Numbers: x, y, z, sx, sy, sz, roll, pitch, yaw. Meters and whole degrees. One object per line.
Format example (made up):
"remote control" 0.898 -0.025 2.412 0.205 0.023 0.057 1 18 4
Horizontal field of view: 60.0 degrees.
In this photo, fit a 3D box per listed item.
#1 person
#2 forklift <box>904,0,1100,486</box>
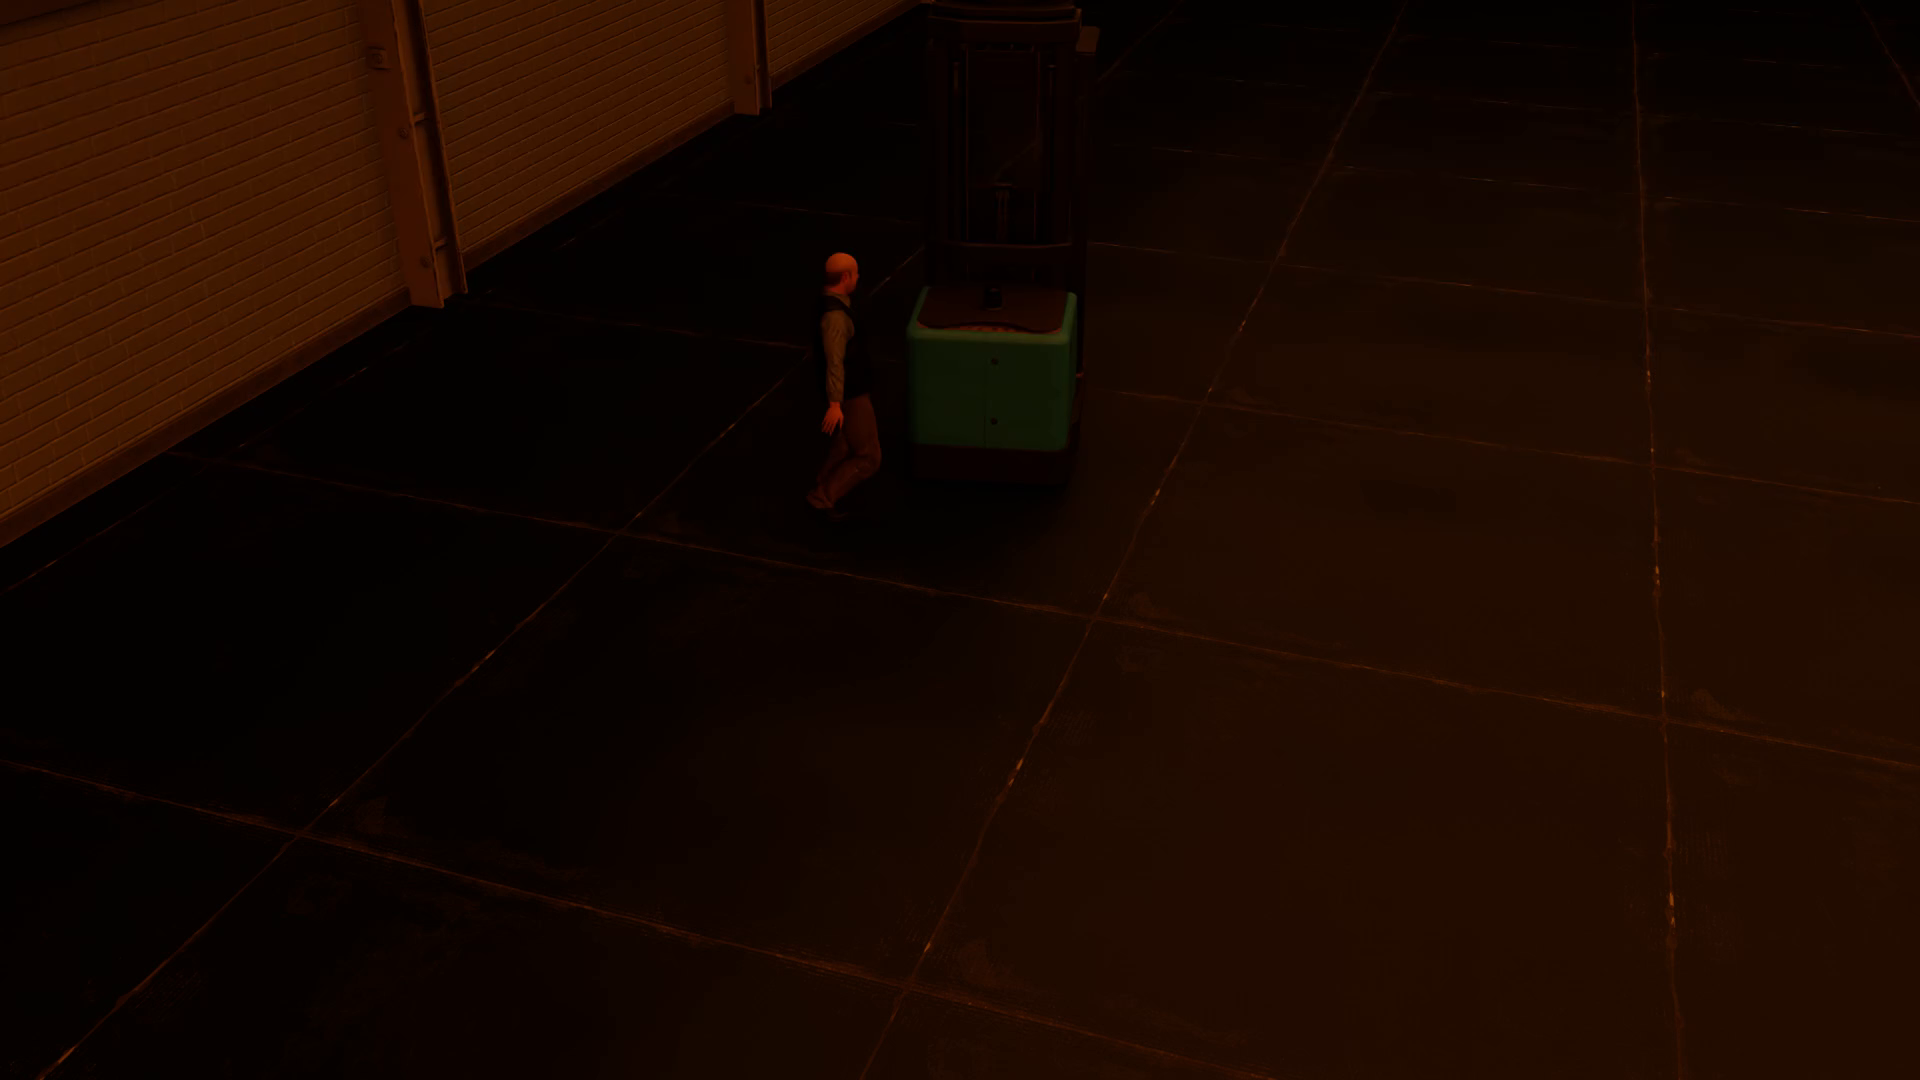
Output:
"person" -0.734 -0.903 10.036 0.482 1.641 0.870 -3 30 -5
"forklift" 0.339 -2.326 11.216 1.130 2.935 3.031 3 30 6
